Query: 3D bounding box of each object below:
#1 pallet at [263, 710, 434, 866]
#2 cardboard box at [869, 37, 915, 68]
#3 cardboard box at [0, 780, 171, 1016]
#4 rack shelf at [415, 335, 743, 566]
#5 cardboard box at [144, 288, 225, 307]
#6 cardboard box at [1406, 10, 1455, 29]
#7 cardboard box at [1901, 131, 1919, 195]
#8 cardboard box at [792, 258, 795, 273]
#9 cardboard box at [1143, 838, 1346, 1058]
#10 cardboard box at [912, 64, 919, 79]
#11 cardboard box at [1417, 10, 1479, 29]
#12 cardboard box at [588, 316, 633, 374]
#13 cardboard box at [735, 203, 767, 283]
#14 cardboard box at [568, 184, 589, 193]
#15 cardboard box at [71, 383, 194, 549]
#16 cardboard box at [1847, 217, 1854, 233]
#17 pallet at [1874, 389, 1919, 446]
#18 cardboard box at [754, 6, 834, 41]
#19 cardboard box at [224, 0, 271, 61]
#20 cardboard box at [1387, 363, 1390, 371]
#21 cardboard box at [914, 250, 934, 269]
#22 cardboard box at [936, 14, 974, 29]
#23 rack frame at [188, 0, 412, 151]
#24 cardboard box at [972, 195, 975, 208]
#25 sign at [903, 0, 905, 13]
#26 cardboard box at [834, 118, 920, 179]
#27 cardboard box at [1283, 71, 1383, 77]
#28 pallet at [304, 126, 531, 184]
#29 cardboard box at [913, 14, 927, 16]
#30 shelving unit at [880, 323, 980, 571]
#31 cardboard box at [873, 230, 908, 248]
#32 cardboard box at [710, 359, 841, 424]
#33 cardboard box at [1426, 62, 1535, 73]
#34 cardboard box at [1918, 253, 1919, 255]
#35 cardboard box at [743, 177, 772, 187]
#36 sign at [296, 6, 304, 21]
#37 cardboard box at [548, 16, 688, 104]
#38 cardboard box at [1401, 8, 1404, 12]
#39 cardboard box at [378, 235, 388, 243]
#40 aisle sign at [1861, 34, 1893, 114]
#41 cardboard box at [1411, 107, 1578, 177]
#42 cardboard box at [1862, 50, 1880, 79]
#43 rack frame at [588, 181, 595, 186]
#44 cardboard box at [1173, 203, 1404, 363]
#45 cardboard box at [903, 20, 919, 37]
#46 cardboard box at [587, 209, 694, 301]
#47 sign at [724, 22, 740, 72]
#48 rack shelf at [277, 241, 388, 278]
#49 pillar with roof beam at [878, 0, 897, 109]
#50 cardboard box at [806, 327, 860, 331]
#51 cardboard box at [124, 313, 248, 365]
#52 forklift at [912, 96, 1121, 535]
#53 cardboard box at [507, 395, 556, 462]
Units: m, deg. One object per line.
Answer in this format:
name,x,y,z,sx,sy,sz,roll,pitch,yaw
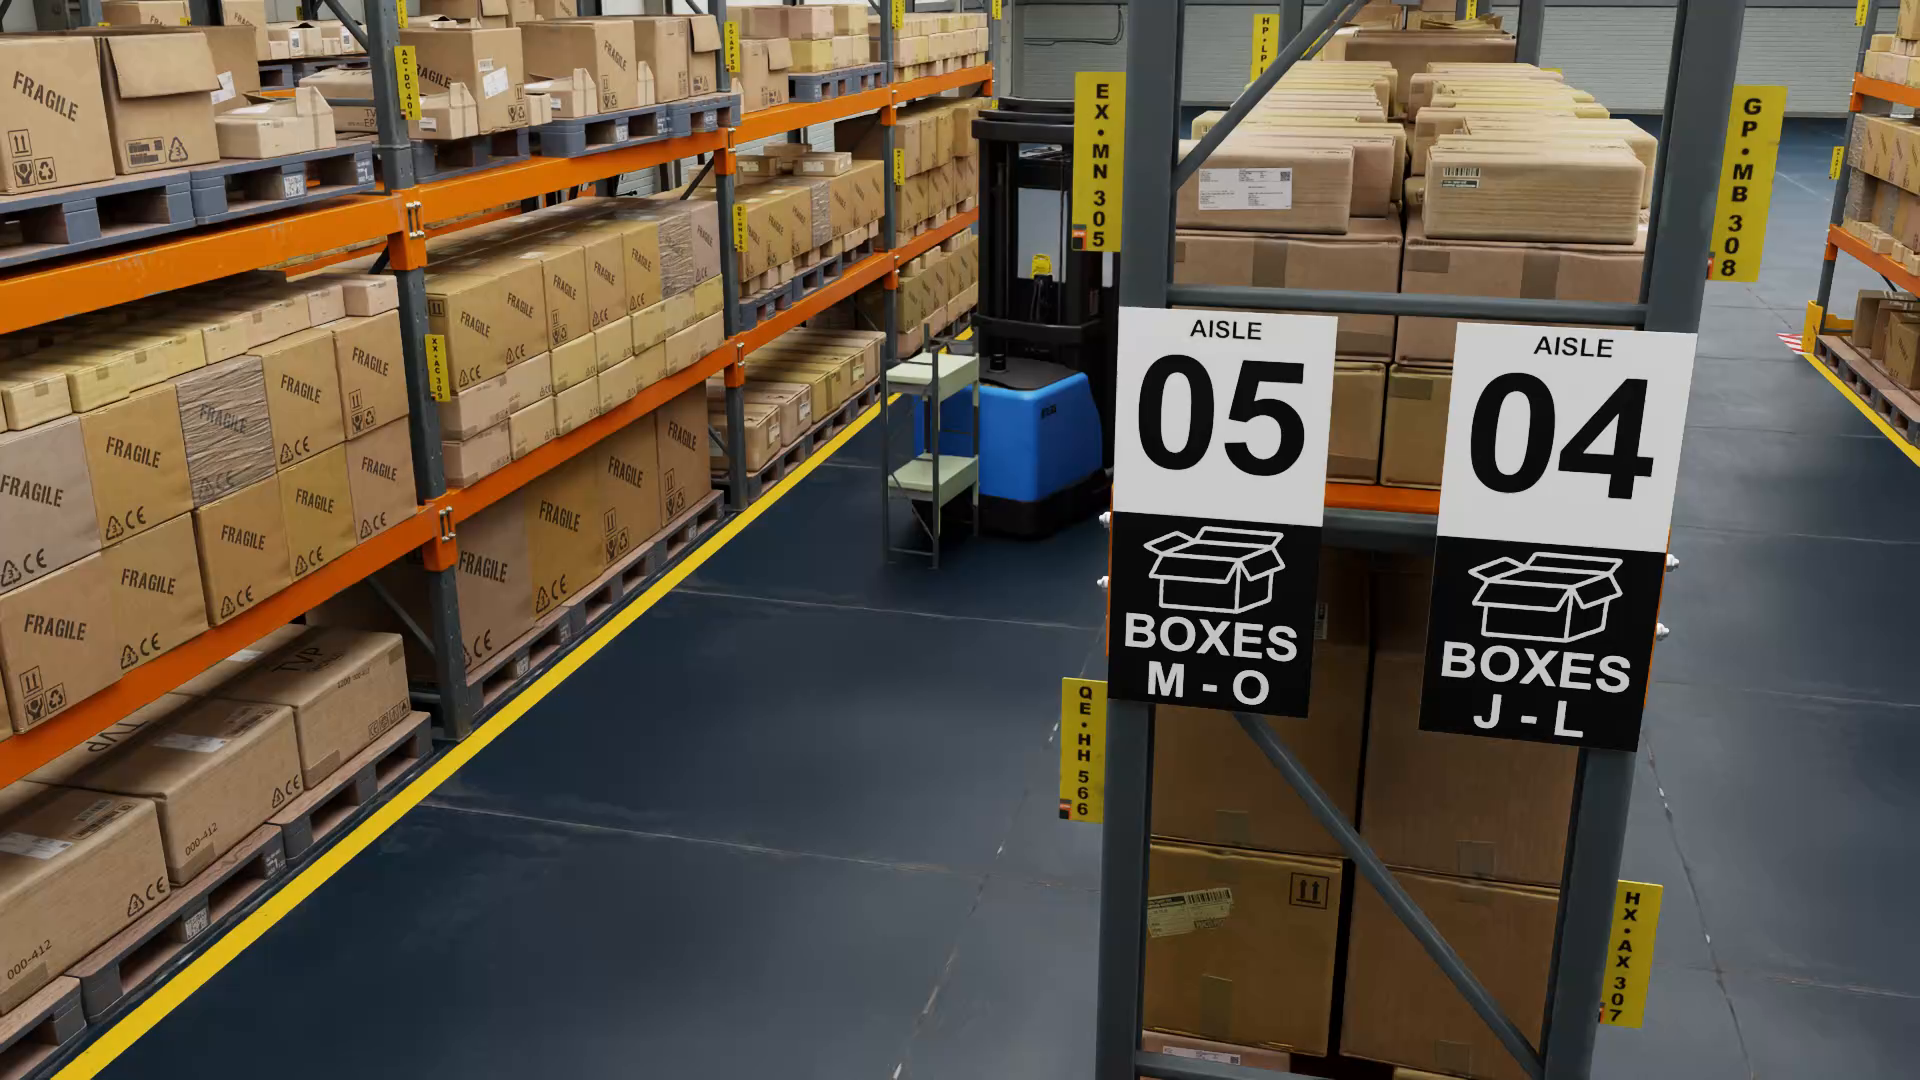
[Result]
pallet,-3.316,1.128,8.057,1.003,0.211,1.213,5,19,13
cardboard box,-0.727,-4.536,15.459,0.500,0.250,0.500,4,19,12
cardboard box,-3.752,1.342,6.432,0.875,0.438,0.875,5,20,15
rack shelf,-2.565,-0.710,10.238,1.077,0.370,4.000,5,19,13
cardboard box,-3.452,-1.007,7.291,0.380,0.149,0.250,4,19,13
cardboard box,4.116,-4.438,14.367,0.500,0.250,0.500,5,19,14
cardboard box,8.597,-3.286,14.504,0.500,0.500,0.500,5,19,13
cardboard box,-1.533,-2.178,13.164,0.380,0.149,0.250,6,20,17
cardboard box,0.653,0.840,3.971,0.500,0.500,0.500,5,20,14
cardboard box,-0.614,-4.549,16.113,0.380,0.149,0.250,5,20,15
cardboard box,2.901,-2.999,9.849,0.396,0.266,0.258,5,19,13
cardboard box,-2.302,-1.185,9.975,0.500,0.250,0.500,4,19,12
cardboard box,-1.742,-2.187,12.184,0.500,0.500,0.500,4,19,12
cardboard box,-4.802,-4.448,19.914,0.500,0.500,0.500,4,19,12
cardboard box,-3.279,-0.299,6.220,0.500,0.500,0.500,5,19,14
cardboard box,9.107,-3.136,16.616,0.380,0.149,0.250,5,19,13
pallet,8.640,-1.042,14.411,1.003,0.211,1.213,5,19,13
cardboard box,-1.346,-4.201,13.515,0.500,0.250,0.500,5,19,14
cardboard box,-6.229,-4.308,14.058,0.500,0.500,0.500,5,20,15
cardboard box,1.397,-0.607,4.414,0.500,0.250,0.500,4,19,12
cardboard box,-0.481,-2.849,16.830,0.380,0.149,0.250,5,20,15
cardboard box,-0.063,-5.574,17.880,0.380,0.149,0.250,4,19,13
rack frame,-3.054,-3.262,7.316,1.000,3.000,0.127,5,19,13
cardboard box,-0.044,-3.765,18.457,0.380,0.149,0.250,4,19,12
sign,-0.648,-6.060,18.797,0.100,0.325,0.005,5,19,13
cardboard box,-0.782,-3.713,15.755,0.700,0.500,0.500,4,19,13
cardboard box,1.252,-1.522,5.704,0.380,0.149,0.250,4,19,12
pallet,-2.878,-2.043,8.685,0.805,0.209,1.217,4,19,11
cardboard box,-0.574,-5.613,17.996,0.380,0.149,0.250,5,19,13
shelving unit,-0.194,-0.643,11.250,0.431,1.500,0.755,7,20,20
cardboard box,-0.712,-2.885,15.883,0.380,0.149,0.250,5,19,13
cardboard box,-1.566,-1.278,14.203,0.950,0.372,0.625,5,20,15
cardboard box,1.960,-1.718,6.278,0.380,0.149,0.250,4,19,11
cardboard box,8.609,-2.426,14.539,0.380,0.149,0.250,5,19,13
cardboard box,-1.863,-2.720,13.747,0.500,0.500,0.500,4,19,11
sign,-6.452,-5.067,16.317,0.100,0.325,0.005,5,19,13
cardboard box,-2.134,-3.017,10.435,0.700,0.500,0.500,4,19,11
cardboard box,3.844,-4.796,15.416,0.500,0.250,0.500,4,19,13
cardboard box,-5.783,-3.072,16.273,0.500,0.250,0.500,5,20,15
aisle sign,9.212,-4.675,16.713,0.394,0.787,0.004,5,19,13
cardboard box,1.331,-0.991,4.148,0.380,0.149,0.250,5,20,15
cardboard box,9.119,-4.620,16.164,0.500,0.250,0.500,5,20,15
rack frame,-4.936,-4.575,20.442,1.000,3.000,0.127,5,19,13
cardboard box,0.659,-0.560,3.504,0.500,0.250,0.500,4,19,12
cardboard box,-0.598,-4.847,15.753,0.380,0.149,0.250,4,19,12
cardboard box,-2.067,-1.853,10.771,0.500,0.500,0.500,5,19,14
sign,-1.541,-3.332,11.240,0.100,0.325,0.005,5,19,13
rack shelf,-6.402,-2.354,15.053,1.077,0.370,4.000,5,19,13
pillar with roof beam,2.592,-12.569,34.564,9.100,9.000,0.400,5,19,13
cardboard box,-1.216,-2.035,16.608,0.500,0.250,0.500,6,20,16
cardboard box,-3.132,-0.816,6.729,0.380,0.149,0.250,5,19,13
forklift,0.856,-1.845,12.555,1.130,2.935,3.031,11,22,30
cardboard box,-2.566,-0.632,9.128,0.500,0.250,0.500,4,19,12
